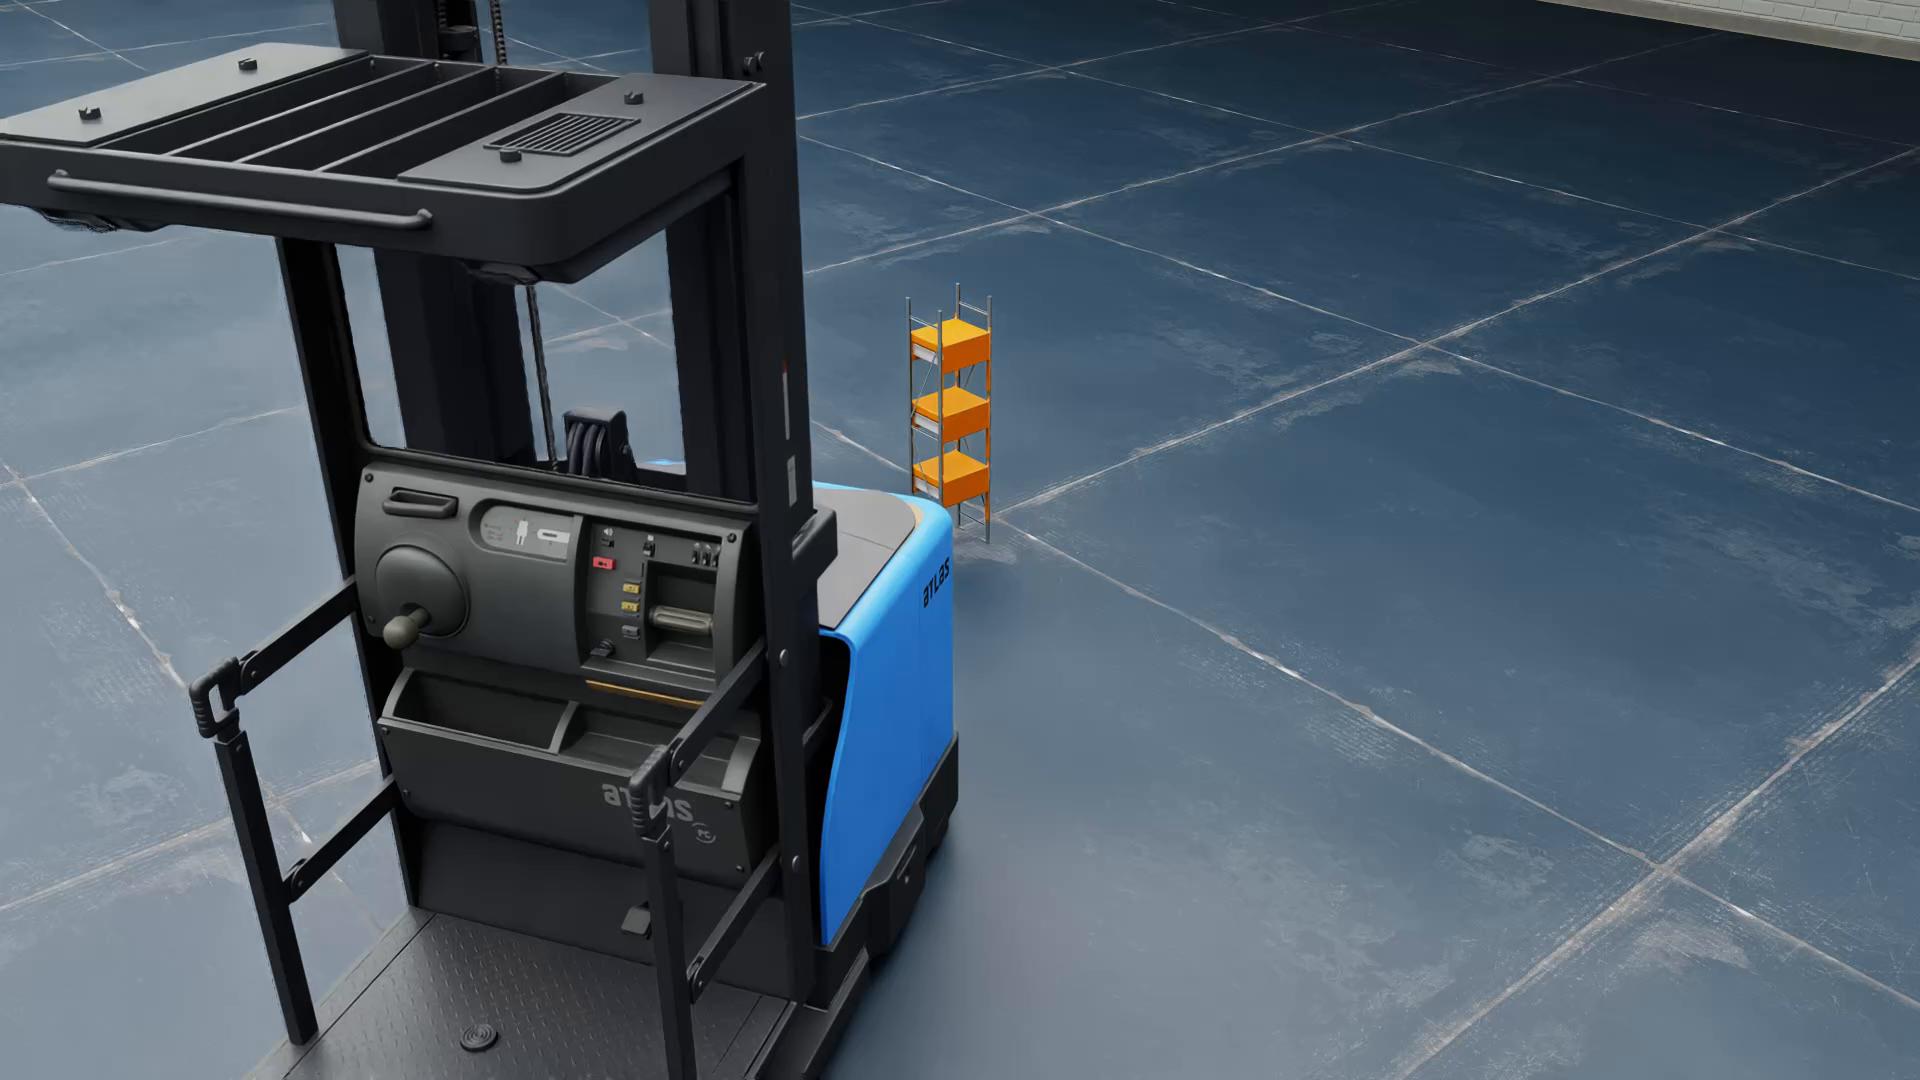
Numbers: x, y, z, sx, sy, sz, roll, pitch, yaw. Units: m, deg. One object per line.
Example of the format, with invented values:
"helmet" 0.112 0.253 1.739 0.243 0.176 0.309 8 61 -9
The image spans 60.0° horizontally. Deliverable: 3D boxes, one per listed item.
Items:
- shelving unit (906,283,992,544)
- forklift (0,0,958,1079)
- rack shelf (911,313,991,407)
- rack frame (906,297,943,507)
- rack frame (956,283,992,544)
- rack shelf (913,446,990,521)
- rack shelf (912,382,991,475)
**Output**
"shelving unit" -0.041 -0.447 6.472 0.252 1.050 0.215 -22 35 -35
"forklift" -0.961 0.128 3.401 1.130 2.935 3.031 9 29 16
"rack shelf" -0.041 -0.688 6.343 0.240 0.259 0.215 -22 35 -35
"rack frame" -0.134 -0.409 6.402 0.008 1.050 0.200 -22 35 -35
"rack frame" 0.052 -0.484 6.542 0.008 1.050 0.200 -22 35 -35
"rack shelf" -0.041 -0.192 6.608 0.240 0.259 0.215 -22 35 -35
"rack shelf" -0.041 -0.437 6.477 0.240 0.259 0.215 -22 35 -35
